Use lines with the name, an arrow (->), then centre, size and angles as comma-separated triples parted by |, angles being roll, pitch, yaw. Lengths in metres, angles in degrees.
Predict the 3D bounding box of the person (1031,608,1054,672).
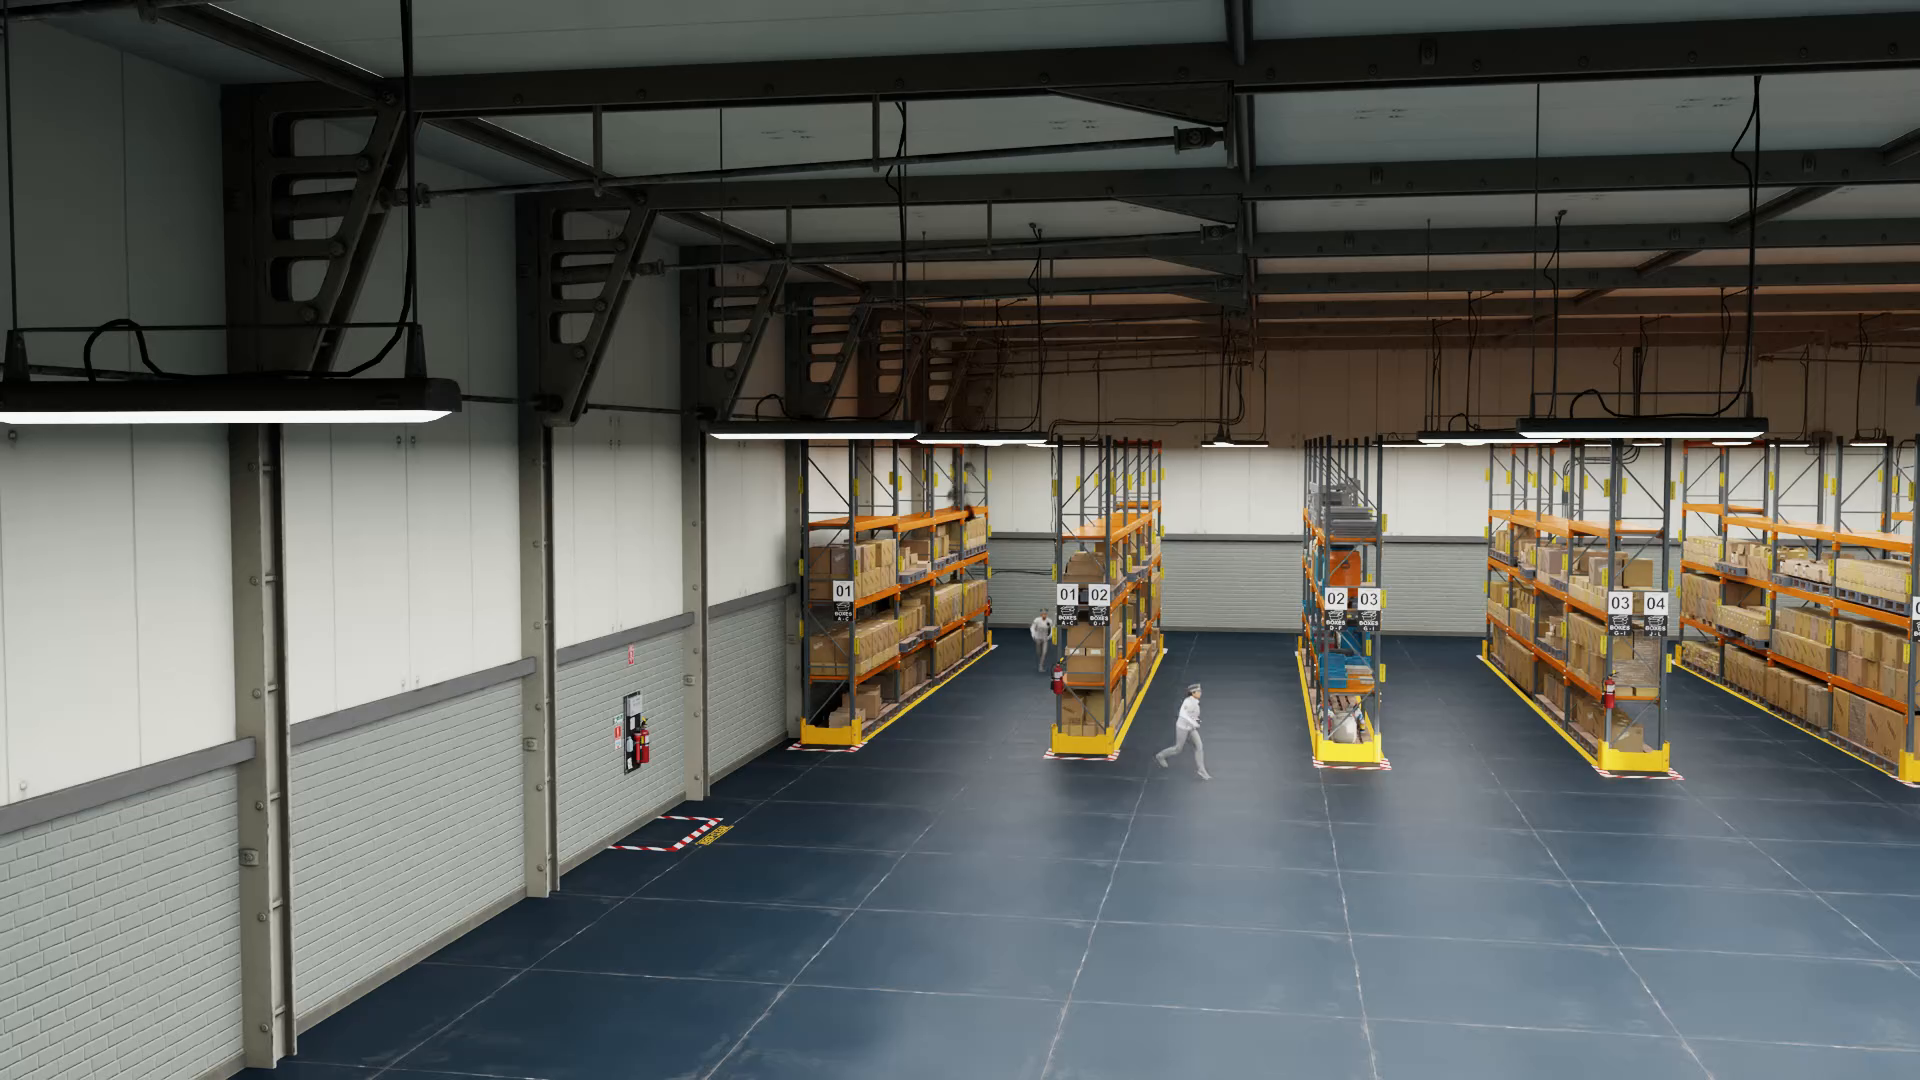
person -> 2.159, 2.591, 43.287 | 0.635, 1.662, 0.759 | 0, 3, 5

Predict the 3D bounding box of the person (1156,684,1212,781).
person -> 3.923, 3.328, 29.091 | 1.062, 1.677, 0.614 | 2, 4, 34
